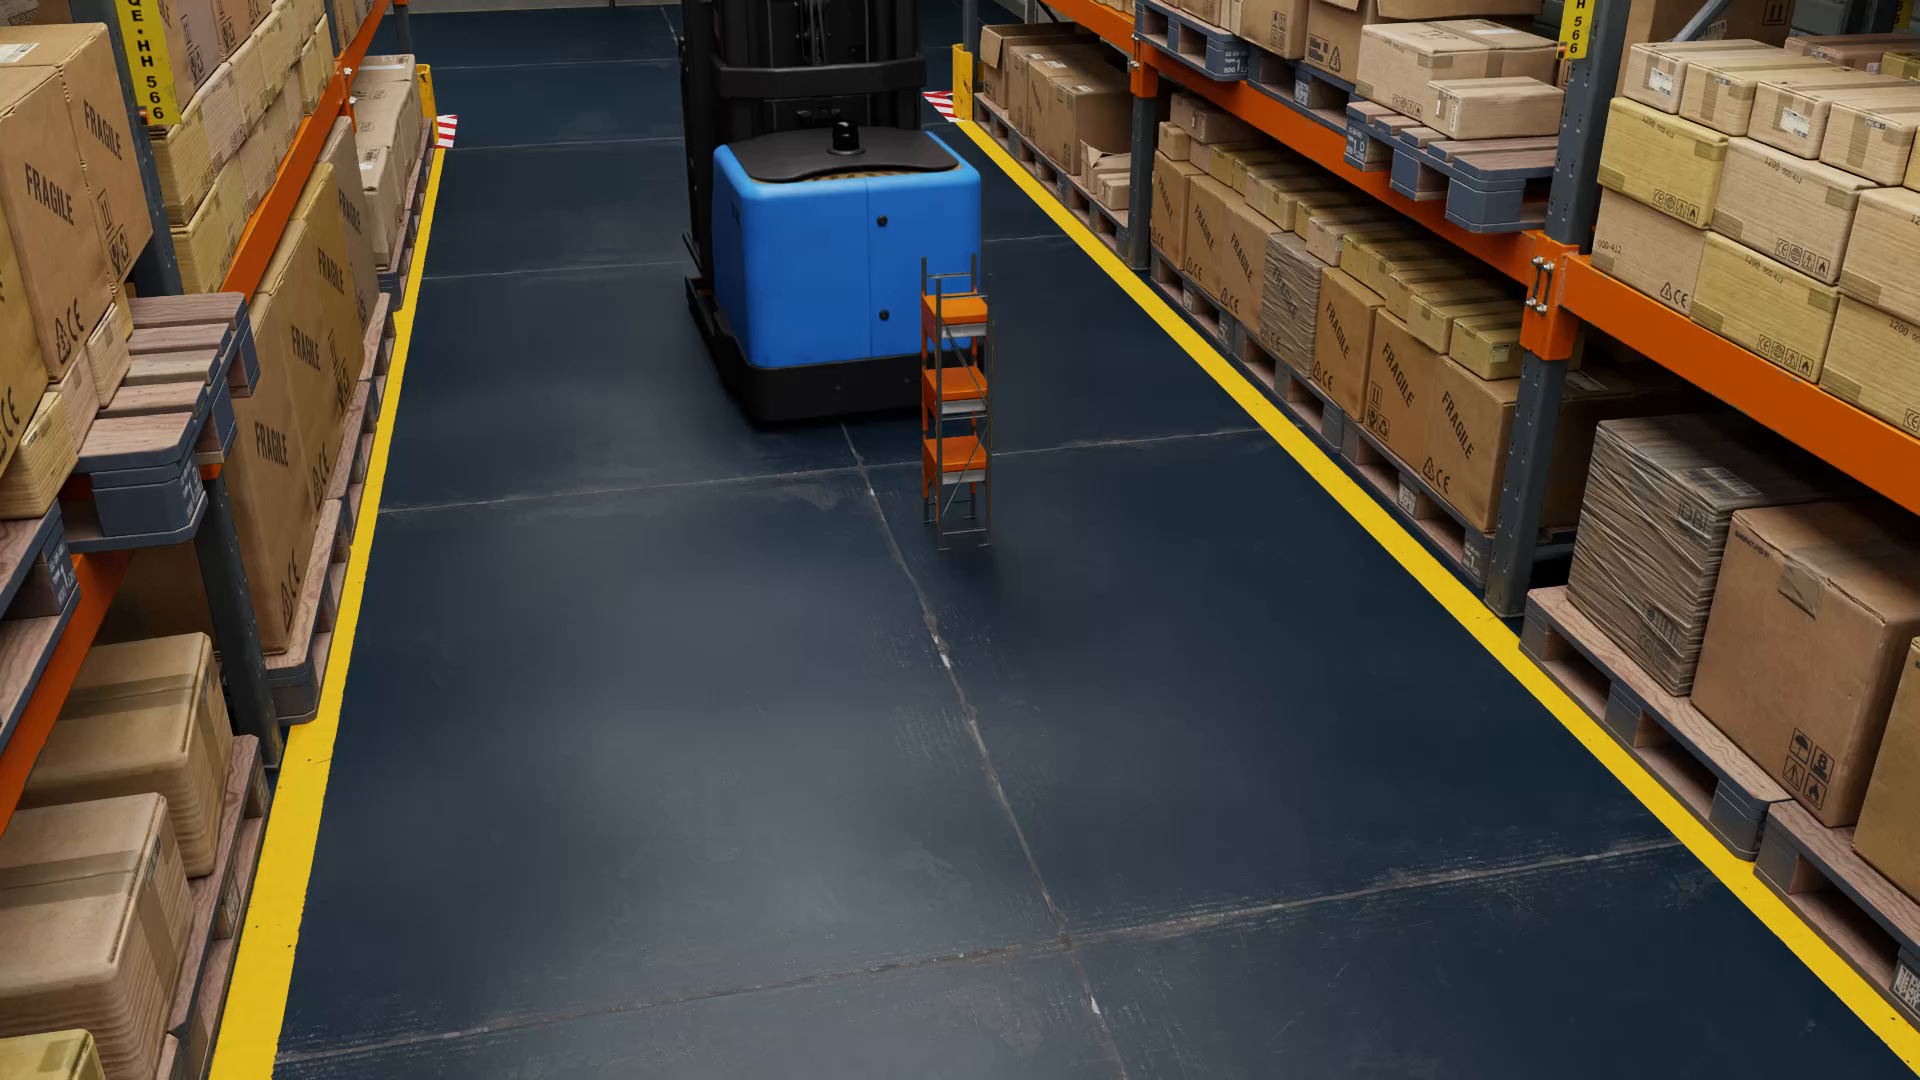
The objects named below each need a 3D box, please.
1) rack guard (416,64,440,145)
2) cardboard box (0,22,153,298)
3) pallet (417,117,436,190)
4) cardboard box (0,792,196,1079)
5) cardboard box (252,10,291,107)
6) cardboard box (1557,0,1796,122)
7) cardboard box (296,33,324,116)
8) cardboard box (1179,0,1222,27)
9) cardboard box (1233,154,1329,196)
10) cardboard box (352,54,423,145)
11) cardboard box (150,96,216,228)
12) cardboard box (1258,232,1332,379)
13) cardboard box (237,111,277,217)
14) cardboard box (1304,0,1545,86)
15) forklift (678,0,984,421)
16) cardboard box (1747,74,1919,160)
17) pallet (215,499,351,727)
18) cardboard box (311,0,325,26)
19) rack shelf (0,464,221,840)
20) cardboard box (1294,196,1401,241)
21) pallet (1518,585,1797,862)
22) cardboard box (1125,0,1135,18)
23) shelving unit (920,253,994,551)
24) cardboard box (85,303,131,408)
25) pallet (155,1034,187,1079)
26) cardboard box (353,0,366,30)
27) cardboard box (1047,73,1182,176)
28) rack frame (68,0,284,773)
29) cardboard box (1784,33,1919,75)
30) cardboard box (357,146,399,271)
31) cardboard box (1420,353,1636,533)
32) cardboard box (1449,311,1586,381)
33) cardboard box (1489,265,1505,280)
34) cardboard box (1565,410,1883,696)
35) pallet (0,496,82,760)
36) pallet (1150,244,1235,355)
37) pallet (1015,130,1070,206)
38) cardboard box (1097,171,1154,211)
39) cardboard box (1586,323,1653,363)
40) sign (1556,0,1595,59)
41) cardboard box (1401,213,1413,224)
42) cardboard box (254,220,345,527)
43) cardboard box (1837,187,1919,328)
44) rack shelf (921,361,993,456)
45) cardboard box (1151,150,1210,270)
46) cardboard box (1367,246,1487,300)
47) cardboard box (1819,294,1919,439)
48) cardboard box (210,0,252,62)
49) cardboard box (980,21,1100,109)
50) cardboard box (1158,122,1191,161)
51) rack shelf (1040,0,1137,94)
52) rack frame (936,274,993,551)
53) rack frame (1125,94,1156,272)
[{"bbox_3d":[-4.317,-3.041,11.720,1.175,0.500,0.348,-6,27,-12],"label":"rack guard"},{"bbox_3d":[-2.135,-0.828,3.654,0.500,0.500,0.500,-7,28,-13],"label":"cardboard box"},{"bbox_3d":[-4.055,-2.558,11.084,1.003,0.211,1.213,-6,27,-12],"label":"pallet"},{"bbox_3d":[-2.217,0.924,3.541,0.950,0.372,0.625,-6,27,-13],"label":"cardboard box"},{"bbox_3d":[-2.699,-1.709,5.919,0.500,0.250,0.500,-5,27,-11],"label":"cardboard box"},{"bbox_3d":[2.363,-1.614,5.541,0.500,0.500,0.500,-5,27,-9],"label":"cardboard box"},{"bbox_3d":[-2.949,-1.928,6.908,0.500,0.250,0.500,-6,27,-12],"label":"cardboard box"},{"bbox_3d":[1.433,-2.666,7.625,0.700,0.500,0.500,-6,27,-11],"label":"cardboard box"},{"bbox_3d":[1.529,-1.728,7.934,0.380,0.149,0.250,-6,27,-12],"label":"cardboard box"},{"bbox_3d":[-4.065,-2.910,11.065,0.875,0.438,0.875,-7,28,-13],"label":"cardboard box"},{"bbox_3d":[-2.382,-1.038,4.589,0.500,0.250,0.500,-6,27,-12],"label":"cardboard box"},{"bbox_3d":[1.664,-1.052,7.313,0.500,0.500,0.500,-7,28,-13],"label":"cardboard box"},{"bbox_3d":[-2.619,-1.262,5.588,0.500,0.250,0.500,-5,27,-10],"label":"cardboard box"},{"bbox_3d":[1.779,-2.071,6.444,0.797,0.503,0.637,-7,28,-13],"label":"cardboard box"},{"bbox_3d":[-0.793,-2.459,7.869,1.130,2.935,3.031,-7,28,-14],"label":"forklift"},{"bbox_3d":[2.256,-1.077,4.224,0.380,0.149,0.250,-5,27,-10],"label":"cardboard box"},{"bbox_3d":[-2.613,0.257,5.507,1.003,0.211,1.213,-6,27,-12],"label":"pallet"},{"bbox_3d":[-3.074,-2.378,7.243,0.500,0.250,0.500,-6,27,-12],"label":"cardboard box"},{"bbox_3d":[-2.058,0.565,2.600,1.077,0.370,4.000,-6,27,-12],"label":"rack shelf"},{"bbox_3d":[1.692,-1.390,7.263,0.380,0.149,0.250,-6,27,-11],"label":"cardboard box"},{"bbox_3d":[2.474,0.470,5.084,1.003,0.211,1.213,-6,27,-12],"label":"pallet"},{"bbox_3d":[1.107,-2.898,8.942,0.380,0.149,0.250,-6,27,-11],"label":"cardboard box"},{"bbox_3d":[-0.012,-0.492,6.060,0.215,1.050,0.252,-6,27,-12],"label":"shelving unit"},{"bbox_3d":[-1.974,-0.373,3.473,0.380,0.149,0.250,-6,27,-12],"label":"cardboard box"},{"bbox_3d":[-2.062,1.488,3.067,1.003,0.211,1.213,-6,27,-12],"label":"pallet"},{"bbox_3d":[-3.370,-2.889,8.533,0.500,0.500,0.500,-6,27,-11],"label":"cardboard box"},{"bbox_3d":[0.958,-2.610,10.401,0.700,0.500,0.500,-7,28,-14],"label":"cardboard box"},{"bbox_3d":[-2.508,-0.634,4.178,1.000,3.000,0.127,-6,27,-12],"label":"rack frame"},{"bbox_3d":[2.597,-1.352,4.769,0.380,0.149,0.250,-5,27,-10],"label":"cardboard box"},{"bbox_3d":[-3.447,-1.720,8.707,0.875,0.438,0.875,-6,27,-12],"label":"cardboard box"},{"bbox_3d":[2.022,-0.375,5.973,0.500,0.500,0.500,-5,27,-10],"label":"cardboard box"},{"bbox_3d":[1.969,-0.692,5.881,0.380,0.149,0.250,-7,28,-14],"label":"cardboard box"},{"bbox_3d":[2.374,-1.111,6.710,0.380,0.149,0.250,-7,28,-14],"label":"cardboard box"},{"bbox_3d":[2.454,0.008,5.075,0.875,0.625,0.625,-5,27,-10],"label":"cardboard box"},{"bbox_3d":[-2.022,0.316,2.507,1.003,0.211,1.213,-6,27,-12],"label":"pallet"},{"bbox_3d":[1.645,-1.298,8.587,1.003,0.211,1.213,-6,27,-12],"label":"pallet"},{"bbox_3d":[0.993,-2.489,10.948,1.003,0.211,1.213,-6,27,-12],"label":"pallet"},{"bbox_3d":[1.014,-2.025,9.632,0.380,0.149,0.250,-7,28,-13],"label":"cardboard box"},{"bbox_3d":[2.513,-0.762,6.018,0.380,0.149,0.250,-5,27,-9],"label":"cardboard box"},{"bbox_3d":[1.800,-1.562,4.819,0.100,0.325,0.005,-6,27,-12],"label":"sign"},{"bbox_3d":[2.150,-1.447,7.376,0.380,0.149,0.250,-7,28,-14],"label":"cardboard box"},{"bbox_3d":[-2.780,-0.577,5.956,0.875,0.875,0.875,-6,27,-11],"label":"cardboard box"},{"bbox_3d":[2.401,-0.625,3.771,0.500,0.250,0.500,-7,28,-13],"label":"cardboard box"},{"bbox_3d":[-0.012,-0.483,6.065,0.215,0.259,0.240,-6,27,-12],"label":"rack shelf"},{"bbox_3d":[1.315,-1.732,8.661,0.500,0.500,0.500,-5,27,-9],"label":"cardboard box"},{"bbox_3d":[1.845,-1.049,6.588,0.380,0.149,0.250,-5,27,-10],"label":"cardboard box"},{"bbox_3d":[2.420,-0.407,3.893,0.500,0.250,0.500,-7,28,-13],"label":"cardboard box"},{"bbox_3d":[-2.604,-1.812,5.291,0.500,0.500,0.500,-5,27,-10],"label":"cardboard box"},{"bbox_3d":[0.569,-3.447,12.054,0.797,0.503,0.637,-7,28,-14],"label":"cardboard box"},{"bbox_3d":[1.247,-2.073,8.615,0.380,0.149,0.250,-5,27,-9],"label":"cardboard box"},{"bbox_3d":[0.975,-3.453,10.560,1.077,0.370,4.000,-6,27,-12],"label":"rack shelf"},{"bbox_3d":[0.015,-0.439,5.954,0.200,1.050,0.008,-6,27,-12],"label":"rack frame"},{"bbox_3d":[1.425,-2.896,8.659,1.000,3.000,0.127,-6,27,-12],"label":"rack frame"}]
